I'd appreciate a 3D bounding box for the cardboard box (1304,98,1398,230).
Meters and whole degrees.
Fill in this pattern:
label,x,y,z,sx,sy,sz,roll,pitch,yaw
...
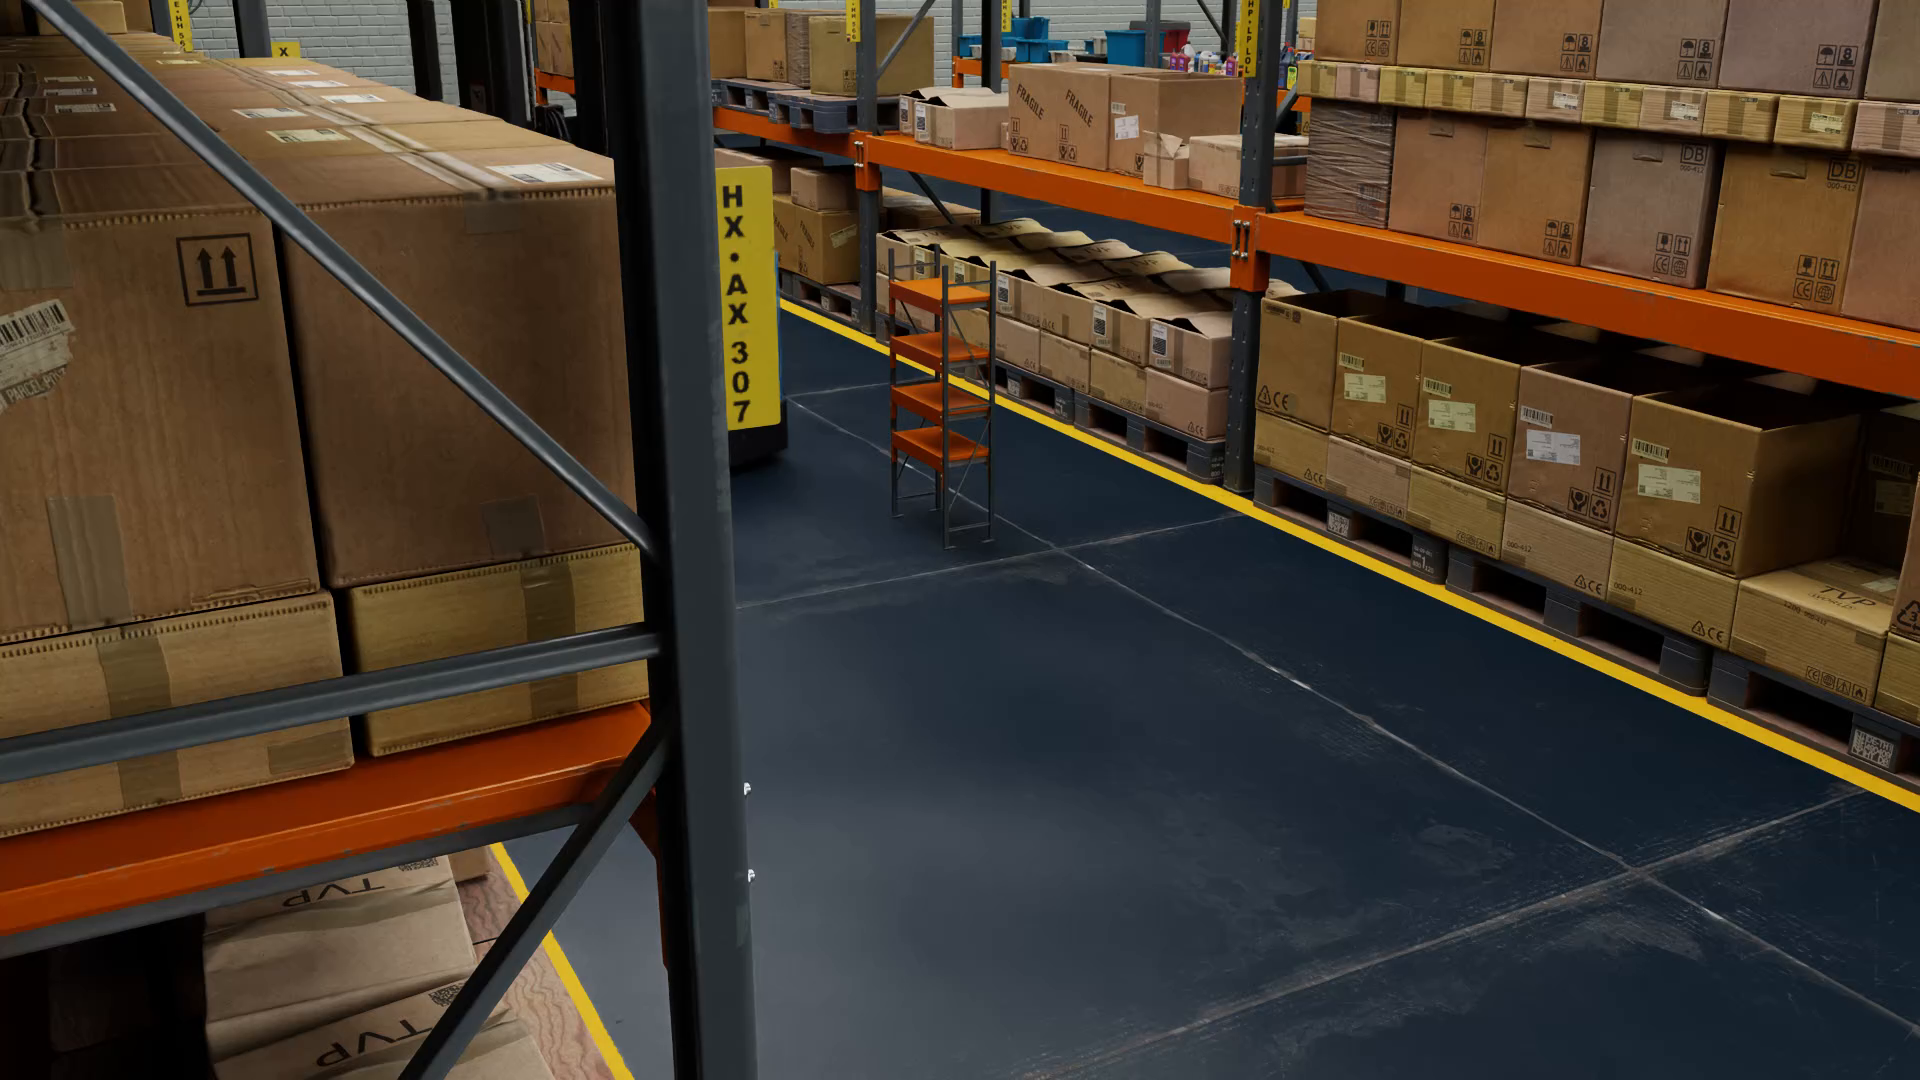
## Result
label,x,y,z,sx,sy,sz,roll,pitch,yaw
cardboard box,1.922,-1.640,7.133,0.700,0.500,0.500,-11,22,-28

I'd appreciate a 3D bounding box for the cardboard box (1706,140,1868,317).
label,x,y,z,sx,sy,sz,roll,pitch,yaw
cardboard box,2.910,-1.048,5.417,0.700,0.500,0.500,-10,21,-26

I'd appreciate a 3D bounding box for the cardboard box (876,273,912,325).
label,x,y,z,sx,sy,sz,roll,pitch,yaw
cardboard box,-0.204,-1.571,10.656,0.500,0.250,0.500,-10,21,-27

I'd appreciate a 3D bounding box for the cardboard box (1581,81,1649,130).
label,x,y,z,sx,sy,sz,roll,pitch,yaw
cardboard box,2.401,-1.522,5.796,0.380,0.149,0.250,-10,21,-27

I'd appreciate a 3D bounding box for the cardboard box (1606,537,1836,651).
label,x,y,z,sx,sy,sz,roll,pitch,yaw
cardboard box,2.603,0.137,5.708,0.500,0.250,0.500,-10,21,-27

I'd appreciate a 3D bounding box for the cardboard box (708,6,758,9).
label,x,y,z,sx,sy,sz,roll,pitch,yaw
cardboard box,-2.065,-4.091,13.592,0.500,0.500,0.700,16,25,39

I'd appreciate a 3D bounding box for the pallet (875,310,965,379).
label,x,y,z,sx,sy,sz,roll,pitch,yaw
pallet,0.163,-1.307,10.596,1.003,0.211,1.213,-10,21,-27

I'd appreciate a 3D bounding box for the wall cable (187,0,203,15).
label,x,y,z,sx,sy,sz,roll,pitch,yaw
wall cable,-10.722,-7.443,19.666,3.097,2.526,0.112,-10,21,-27

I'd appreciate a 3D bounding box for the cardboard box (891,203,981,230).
label,x,y,z,sx,sy,sz,roll,pitch,yaw
cardboard box,-0.159,-2.069,11.687,0.500,0.500,0.500,-9,21,-24

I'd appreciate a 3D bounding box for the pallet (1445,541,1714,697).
label,x,y,z,sx,sy,sz,roll,pitch,yaw
pallet,2.630,0.184,6.274,1.003,0.211,1.213,-10,21,-27

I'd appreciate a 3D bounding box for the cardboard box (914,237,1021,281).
label,x,y,z,sx,sy,sz,roll,pitch,yaw
cardboard box,0.053,-1.686,10.132,0.500,0.311,0.500,-11,22,-28

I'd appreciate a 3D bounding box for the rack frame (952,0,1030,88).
label,x,y,z,sx,sy,sz,roll,pitch,yaw
rack frame,0.368,-5.930,19.720,1.000,3.000,0.127,-10,21,-27

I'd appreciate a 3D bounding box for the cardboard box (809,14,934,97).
label,x,y,z,sx,sy,sz,roll,pitch,yaw
cardboard box,-0.592,-3.277,11.232,0.500,0.500,0.700,16,25,39

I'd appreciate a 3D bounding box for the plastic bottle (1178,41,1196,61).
label,x,y,z,sx,sy,sz,roll,pitch,yaw
plastic bottle,2.169,-4.596,15.928,0.144,0.351,0.185,-10,21,-27

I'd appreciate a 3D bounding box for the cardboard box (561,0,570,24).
label,x,y,z,sx,sy,sz,roll,pitch,yaw
cardboard box,-3.526,-5.223,15.982,0.500,0.500,0.500,-10,21,-26

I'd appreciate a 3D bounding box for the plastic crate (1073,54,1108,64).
label,x,y,z,sx,sy,sz,roll,pitch,yaw
plastic crate,1.500,-4.960,17.237,0.437,0.125,0.590,-10,21,-27

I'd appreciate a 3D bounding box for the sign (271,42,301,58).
label,x,y,z,sx,sy,sz,roll,pitch,yaw
sign,-2.178,-1.447,5.398,0.100,0.325,0.005,-10,21,-27

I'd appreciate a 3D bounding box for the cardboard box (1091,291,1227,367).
label,x,y,z,sx,sy,sz,roll,pitch,yaw
cardboard box,1.008,-1.104,8.443,0.500,0.311,0.500,-9,21,-25

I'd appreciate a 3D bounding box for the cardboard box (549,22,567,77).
label,x,y,z,sx,sy,sz,roll,pitch,yaw
cardboard box,-3.764,-4.896,16.569,0.500,0.500,0.500,-10,22,-27

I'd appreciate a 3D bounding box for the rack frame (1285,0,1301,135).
label,x,y,z,sx,sy,sz,roll,pitch,yaw
rack frame,4.727,-6.698,21.943,1.000,3.000,0.127,-10,21,-27

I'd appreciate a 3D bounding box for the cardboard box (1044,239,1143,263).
label,x,y,z,sx,sy,sz,roll,pitch,yaw
cardboard box,0.761,-1.626,9.956,0.500,0.311,0.500,-10,21,-27

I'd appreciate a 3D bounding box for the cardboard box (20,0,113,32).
label,x,y,z,sx,sy,sz,roll,pitch,yaw
cardboard box,-4.361,-2.567,8.150,0.380,0.149,0.250,-13,23,-34

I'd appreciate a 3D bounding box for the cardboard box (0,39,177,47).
label,x,y,z,sx,sy,sz,roll,pitch,yaw
cardboard box,-3.708,-1.867,7.116,0.700,0.500,0.500,-10,21,-27

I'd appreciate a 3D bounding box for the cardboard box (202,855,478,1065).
label,x,y,z,sx,sy,sz,roll,pitch,yaw
cardboard box,-1.273,0.884,3.419,0.500,0.311,0.500,-8,21,-22

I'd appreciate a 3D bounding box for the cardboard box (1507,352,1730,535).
label,x,y,z,sx,sy,sz,roll,pitch,yaw
cardboard box,2.364,-0.361,6.000,0.500,0.500,0.500,-10,21,-27

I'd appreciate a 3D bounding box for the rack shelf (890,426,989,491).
label,x,y,z,sx,sy,sz,roll,pitch,yaw
rack shelf,-0.079,-0.363,7.160,0.258,0.148,0.480,-10,21,-27

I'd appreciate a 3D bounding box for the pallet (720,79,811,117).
label,x,y,z,sx,sy,sz,roll,pitch,yaw
pallet,-1.121,-3.335,12.491,1.003,0.211,1.213,-10,21,-27

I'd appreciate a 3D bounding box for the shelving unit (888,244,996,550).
label,x,y,z,sx,sy,sz,roll,pitch,yaw
shelving unit,-0.079,-0.615,7.073,0.258,1.200,0.503,-10,21,-27

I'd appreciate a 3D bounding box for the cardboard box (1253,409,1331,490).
label,x,y,z,sx,sy,sz,roll,pitch,yaw
cardboard box,1.659,-0.438,7.374,0.500,0.250,0.500,-10,21,-27

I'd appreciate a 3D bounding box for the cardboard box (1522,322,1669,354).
label,x,y,z,sx,sy,sz,roll,pitch,yaw
cardboard box,2.586,-0.585,6.651,0.500,0.500,0.500,-10,21,-27

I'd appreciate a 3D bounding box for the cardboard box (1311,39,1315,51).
label,x,y,z,sx,sy,sz,roll,pitch,yaw
cardboard box,4.728,-6.352,21.328,0.380,0.149,0.250,-10,22,-27

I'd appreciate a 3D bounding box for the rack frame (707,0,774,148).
label,x,y,z,sx,sy,sz,roll,pitch,yaw
rack frame,-2.093,-4.016,14.171,1.000,3.000,0.127,-10,21,-27

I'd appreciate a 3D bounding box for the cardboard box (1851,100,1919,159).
label,x,y,z,sx,sy,sz,roll,pitch,yaw
cardboard box,2.891,-1.226,4.939,0.380,0.149,0.250,-10,21,-26

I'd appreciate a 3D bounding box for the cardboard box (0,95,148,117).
label,x,y,z,sx,sy,sz,roll,pitch,yaw
cardboard box,-1.882,-0.637,3.427,0.500,0.500,0.500,-10,21,-26

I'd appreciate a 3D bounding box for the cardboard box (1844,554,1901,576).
label,x,y,z,sx,sy,sz,roll,pitch,yaw
cardboard box,3.305,0.199,5.529,0.500,0.250,0.500,-10,21,-27

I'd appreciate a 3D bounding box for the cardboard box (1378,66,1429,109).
label,x,y,z,sx,sy,sz,roll,pitch,yaw
cardboard box,1.906,-1.820,6.661,0.380,0.149,0.250,-11,22,-28

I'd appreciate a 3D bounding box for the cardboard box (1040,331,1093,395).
label,x,y,z,sx,sy,sz,roll,pitch,yaw
cardboard box,0.772,-0.985,8.958,0.500,0.250,0.500,-9,21,-25

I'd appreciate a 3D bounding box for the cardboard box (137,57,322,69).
label,x,y,z,sx,sy,sz,roll,pitch,yaw
cardboard box,-2.156,-1.156,4.934,0.500,0.500,0.500,-10,21,-27

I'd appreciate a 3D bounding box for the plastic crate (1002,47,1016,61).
label,x,y,z,sx,sy,sz,roll,pitch,yaw
plastic crate,0.597,-5.413,18.531,0.250,0.136,0.298,-10,21,-27

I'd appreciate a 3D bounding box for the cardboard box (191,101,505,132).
label,x,y,z,sx,sy,sz,roll,pitch,yaw
cardboard box,-1.181,-0.572,3.241,0.500,0.500,0.500,-11,22,-28

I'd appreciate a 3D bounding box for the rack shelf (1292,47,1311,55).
label,x,y,z,sx,sy,sz,roll,pitch,yaw
rack shelf,5.677,-5.783,20.396,1.077,0.370,4.000,-10,21,-27

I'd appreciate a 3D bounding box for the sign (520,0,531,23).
label,x,y,z,sx,sy,sz,roll,pitch,yaw
sign,-4.470,-5.489,17.114,0.100,0.325,0.005,-10,21,-27

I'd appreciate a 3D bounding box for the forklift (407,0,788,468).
label,x,y,z,sx,sy,sz,roll,pitch,yaw
forklift,-2.344,-1.941,8.263,3.031,2.935,1.130,13,23,34

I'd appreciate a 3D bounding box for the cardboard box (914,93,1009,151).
label,x,y,z,sx,sy,sz,roll,pitch,yaw
cardboard box,0.060,-2.539,10.027,0.500,0.311,0.500,-10,22,-27

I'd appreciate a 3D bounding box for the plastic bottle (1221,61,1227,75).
label,x,y,z,sx,sy,sz,roll,pitch,yaw
plastic bottle,2.449,-4.298,15.293,0.097,0.201,0.097,0,19,0

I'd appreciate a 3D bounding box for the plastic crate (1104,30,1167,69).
label,x,y,z,sx,sy,sz,roll,pitch,yaw
plastic crate,1.746,-4.884,16.620,0.392,0.384,0.575,-10,21,-27

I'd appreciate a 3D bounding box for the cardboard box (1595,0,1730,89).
label,x,y,z,sx,sy,sz,roll,pitch,yaw
cardboard box,2.637,-1.821,5.669,0.700,0.500,0.500,-10,21,-27

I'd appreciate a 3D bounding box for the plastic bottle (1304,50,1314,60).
label,x,y,z,sx,sy,sz,roll,pitch,yaw
plastic bottle,3.018,-4.041,14.319,0.144,0.351,0.185,-10,21,-27

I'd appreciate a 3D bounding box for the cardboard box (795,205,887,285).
label,x,y,z,sx,sy,sz,roll,pitch,yaw
cardboard box,-0.845,-2.126,11.852,0.500,0.500,0.500,-9,21,-25

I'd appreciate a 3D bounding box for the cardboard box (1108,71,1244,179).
label,x,y,z,sx,sy,sz,roll,pitch,yaw
cardboard box,1.105,-2.141,8.584,0.500,0.500,0.500,-8,21,-23

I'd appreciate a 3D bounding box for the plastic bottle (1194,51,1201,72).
label,x,y,z,sx,sy,sz,roll,pitch,yaw
plastic bottle,2.247,-4.454,15.636,0.097,0.271,0.097,0,19,0

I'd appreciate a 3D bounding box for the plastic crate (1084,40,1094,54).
label,x,y,z,sx,sy,sz,roll,pitch,yaw
plastic crate,1.569,-5.330,18.144,0.416,0.233,0.300,-10,21,-27

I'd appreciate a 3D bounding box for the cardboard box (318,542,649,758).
label,x,y,z,sx,sy,sz,roll,pitch,yaw
cardboard box,-0.705,0.069,2.531,0.500,0.250,0.500,-11,22,-28

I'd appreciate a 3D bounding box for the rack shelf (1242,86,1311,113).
label,x,y,z,sx,sy,sz,roll,pitch,yaw
rack shelf,3.217,-3.868,14.845,1.077,0.370,4.000,-10,21,-27
